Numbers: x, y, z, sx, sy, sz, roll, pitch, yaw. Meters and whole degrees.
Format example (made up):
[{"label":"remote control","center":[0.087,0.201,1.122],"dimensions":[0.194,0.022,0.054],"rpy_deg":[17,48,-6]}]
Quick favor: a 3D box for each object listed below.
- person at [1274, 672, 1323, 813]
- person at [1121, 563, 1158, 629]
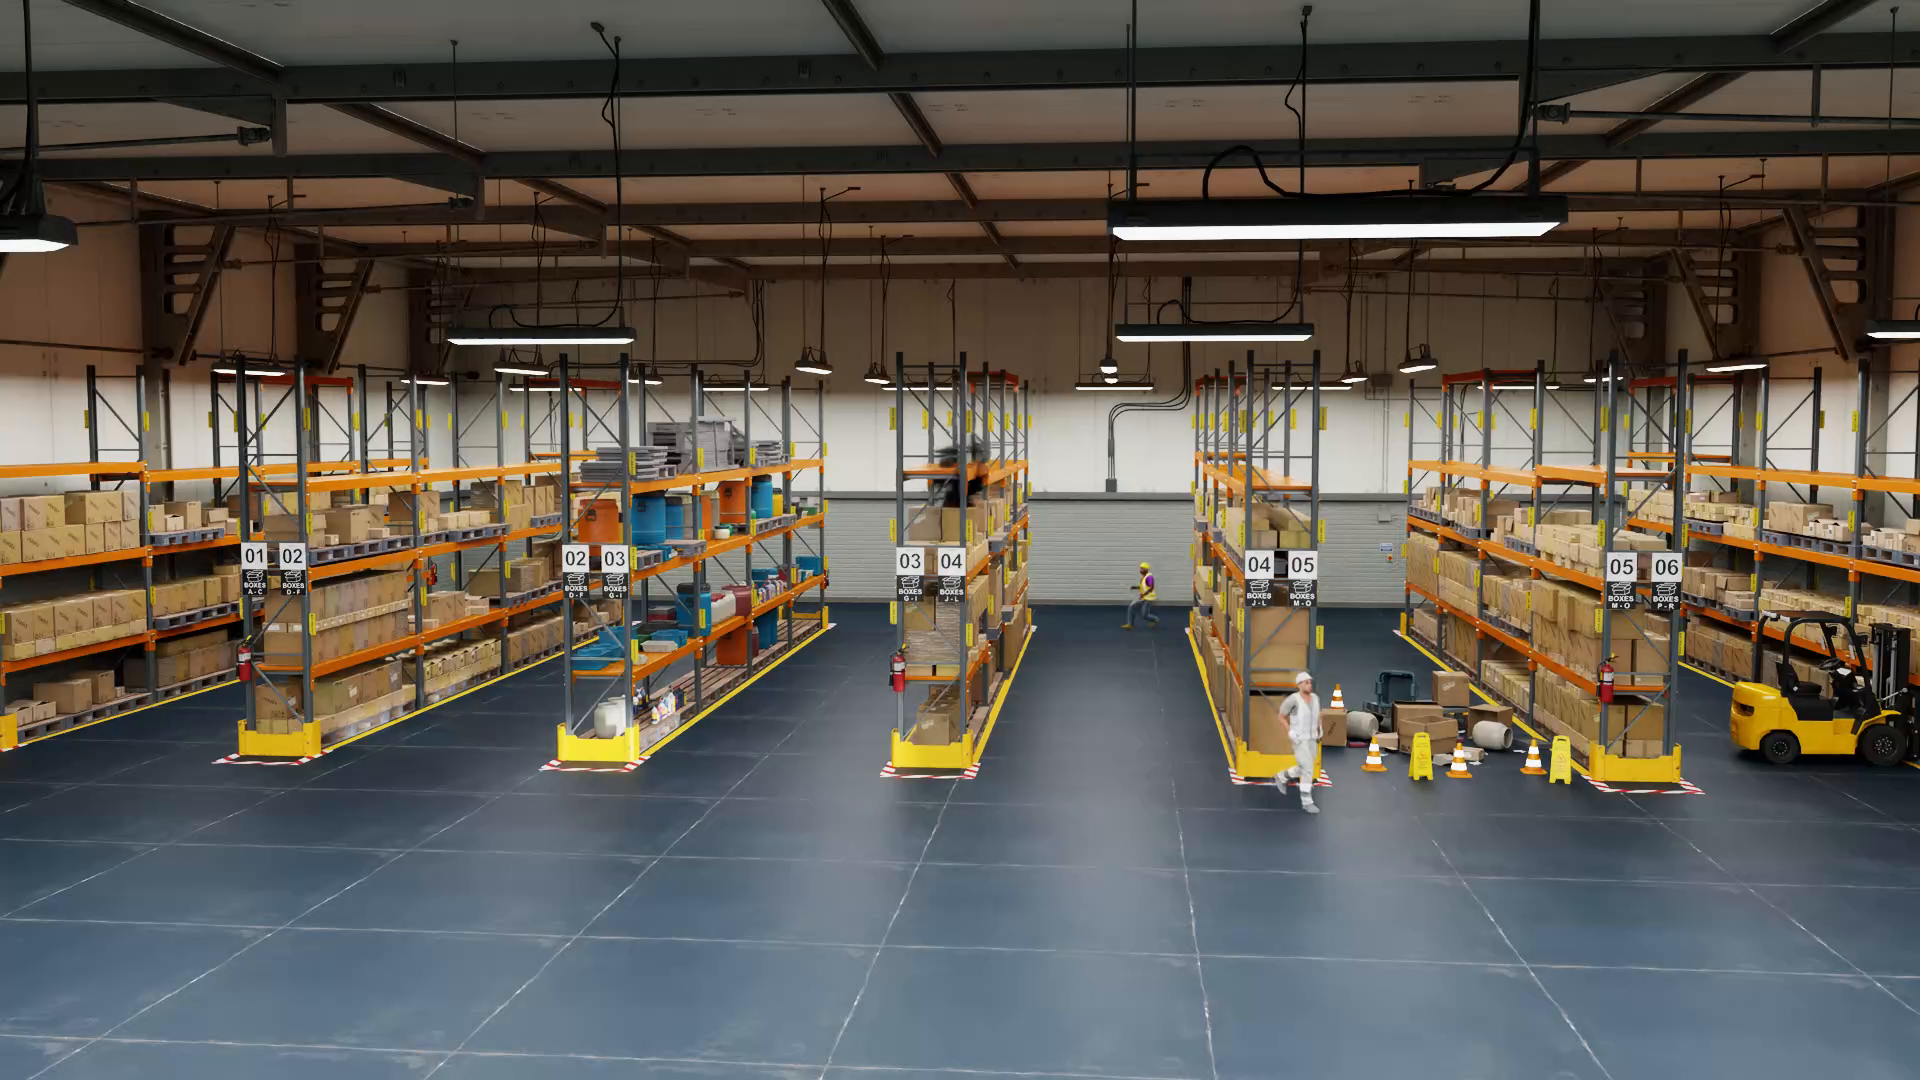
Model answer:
[{"label":"person","center":[4.401,2.583,21.520],"dimensions":[0.670,1.784,0.823],"rpy_deg":[-2,5,-31]},{"label":"person","center":[4.414,1.348,39.998],"dimensions":[0.866,1.599,0.760],"rpy_deg":[-2,5,-30]}]
